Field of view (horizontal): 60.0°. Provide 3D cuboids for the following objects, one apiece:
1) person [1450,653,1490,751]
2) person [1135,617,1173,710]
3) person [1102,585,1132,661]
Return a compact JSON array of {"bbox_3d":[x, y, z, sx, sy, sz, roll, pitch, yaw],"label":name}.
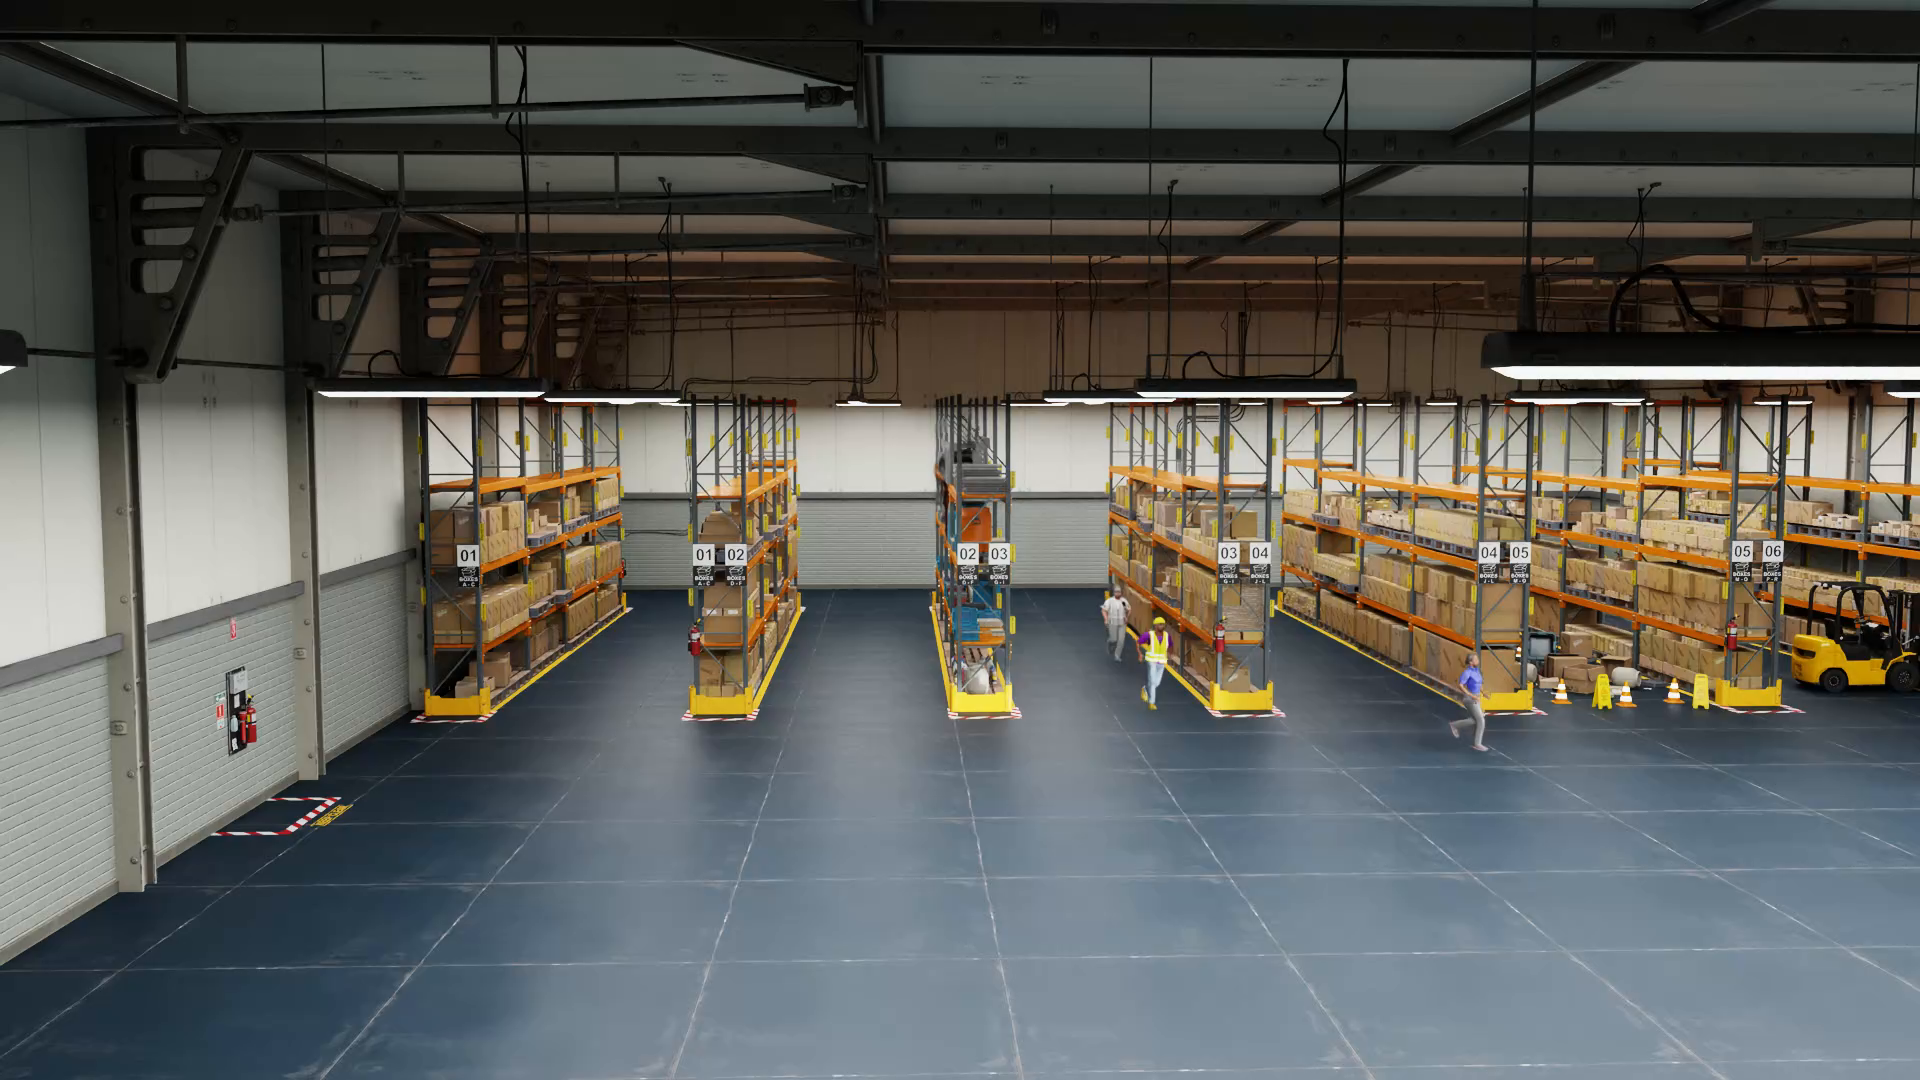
[{"bbox_3d":[8.593,2.722,28.043,0.664,1.632,0.577,3,5,33],"label":"person"},{"bbox_3d":[3.753,2.340,31.883,0.745,1.730,0.897,-1,5,-15],"label":"person"},{"bbox_3d":[3.582,1.888,37.861,0.678,1.725,0.591,0,5,-5],"label":"person"}]
